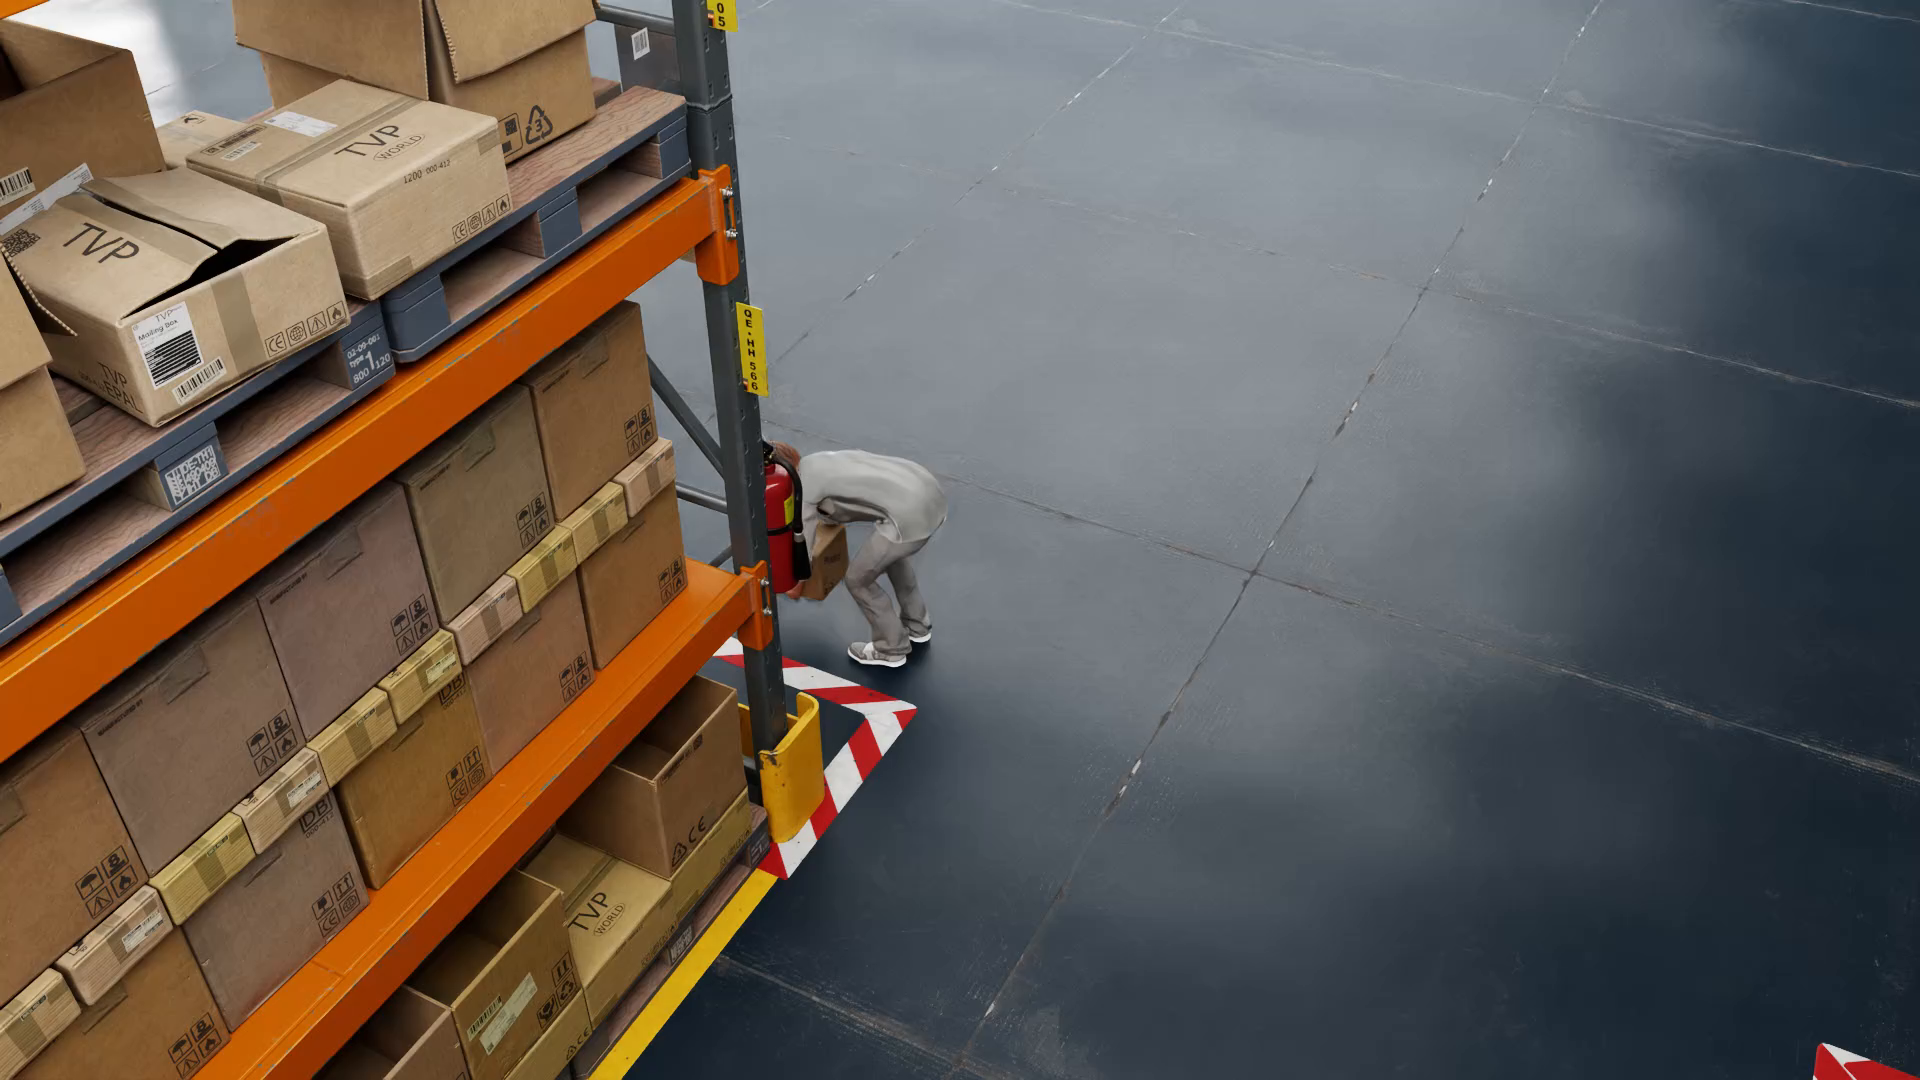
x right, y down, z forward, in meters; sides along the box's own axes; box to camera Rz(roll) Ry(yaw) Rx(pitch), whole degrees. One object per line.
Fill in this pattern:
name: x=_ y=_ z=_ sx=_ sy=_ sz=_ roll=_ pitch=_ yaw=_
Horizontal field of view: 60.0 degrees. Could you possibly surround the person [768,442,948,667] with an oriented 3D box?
person: x=-0.473 y=0.046 z=7.177 sx=0.871 sy=1.001 sz=0.391 roll=14 pitch=40 yaw=17
